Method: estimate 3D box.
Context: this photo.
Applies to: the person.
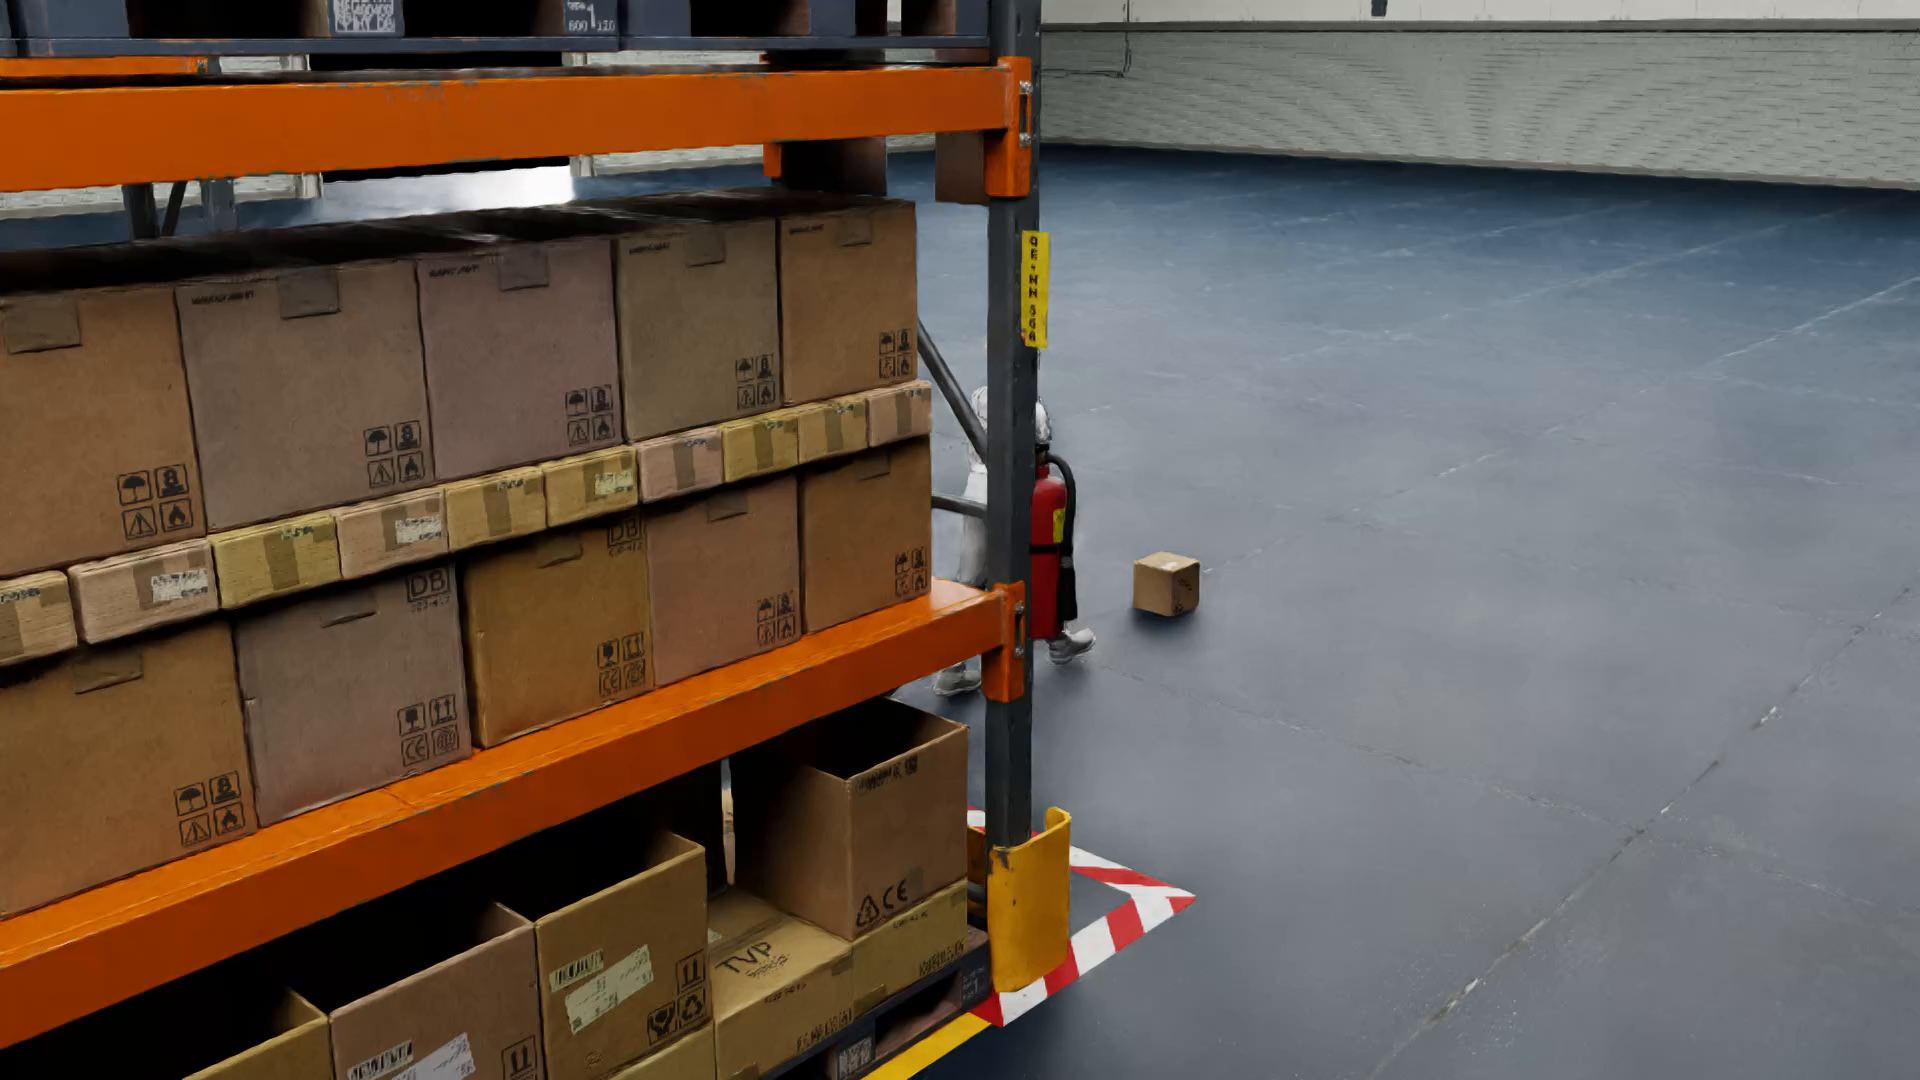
[{"bbox_3d":[0.230,-0.164,7.551,0.517,1.624,0.951,14,22,38],"label":"person"}]
